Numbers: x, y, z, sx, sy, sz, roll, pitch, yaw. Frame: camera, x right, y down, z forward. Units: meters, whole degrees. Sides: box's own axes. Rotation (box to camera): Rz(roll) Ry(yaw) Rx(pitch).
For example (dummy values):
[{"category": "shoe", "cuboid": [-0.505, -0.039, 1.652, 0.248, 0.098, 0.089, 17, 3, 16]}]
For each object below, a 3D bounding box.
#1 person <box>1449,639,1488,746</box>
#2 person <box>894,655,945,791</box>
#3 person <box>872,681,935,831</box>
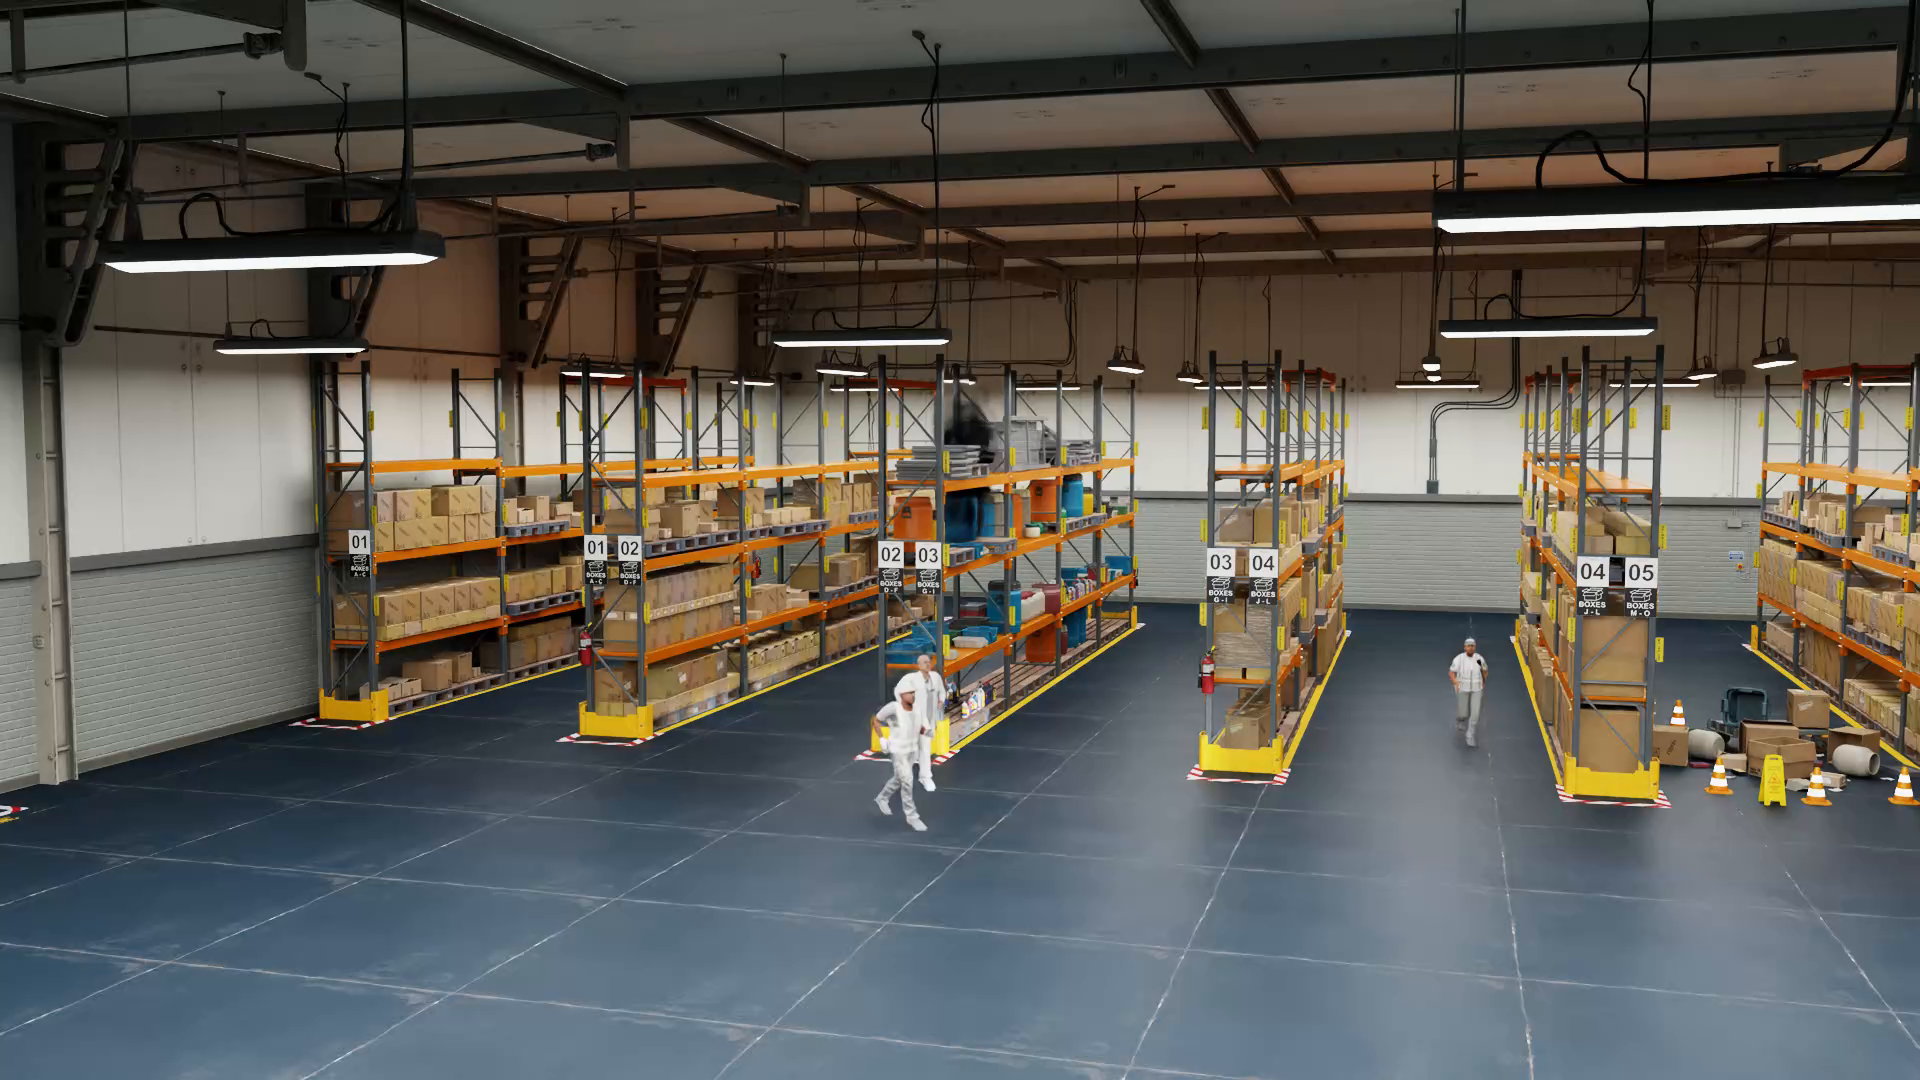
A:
[{"category": "person", "cuboid": [7.935, 2.350, 25.954, 0.589, 1.643, 0.685, 0, 4, 7]}, {"category": "person", "cuboid": [-0.529, 2.474, 22.928, 0.718, 1.817, 0.939, -3, 5, -39]}, {"category": "person", "cuboid": [-0.732, 2.635, 20.654, 0.982, 1.796, 0.625, 4, 5, 41]}]
